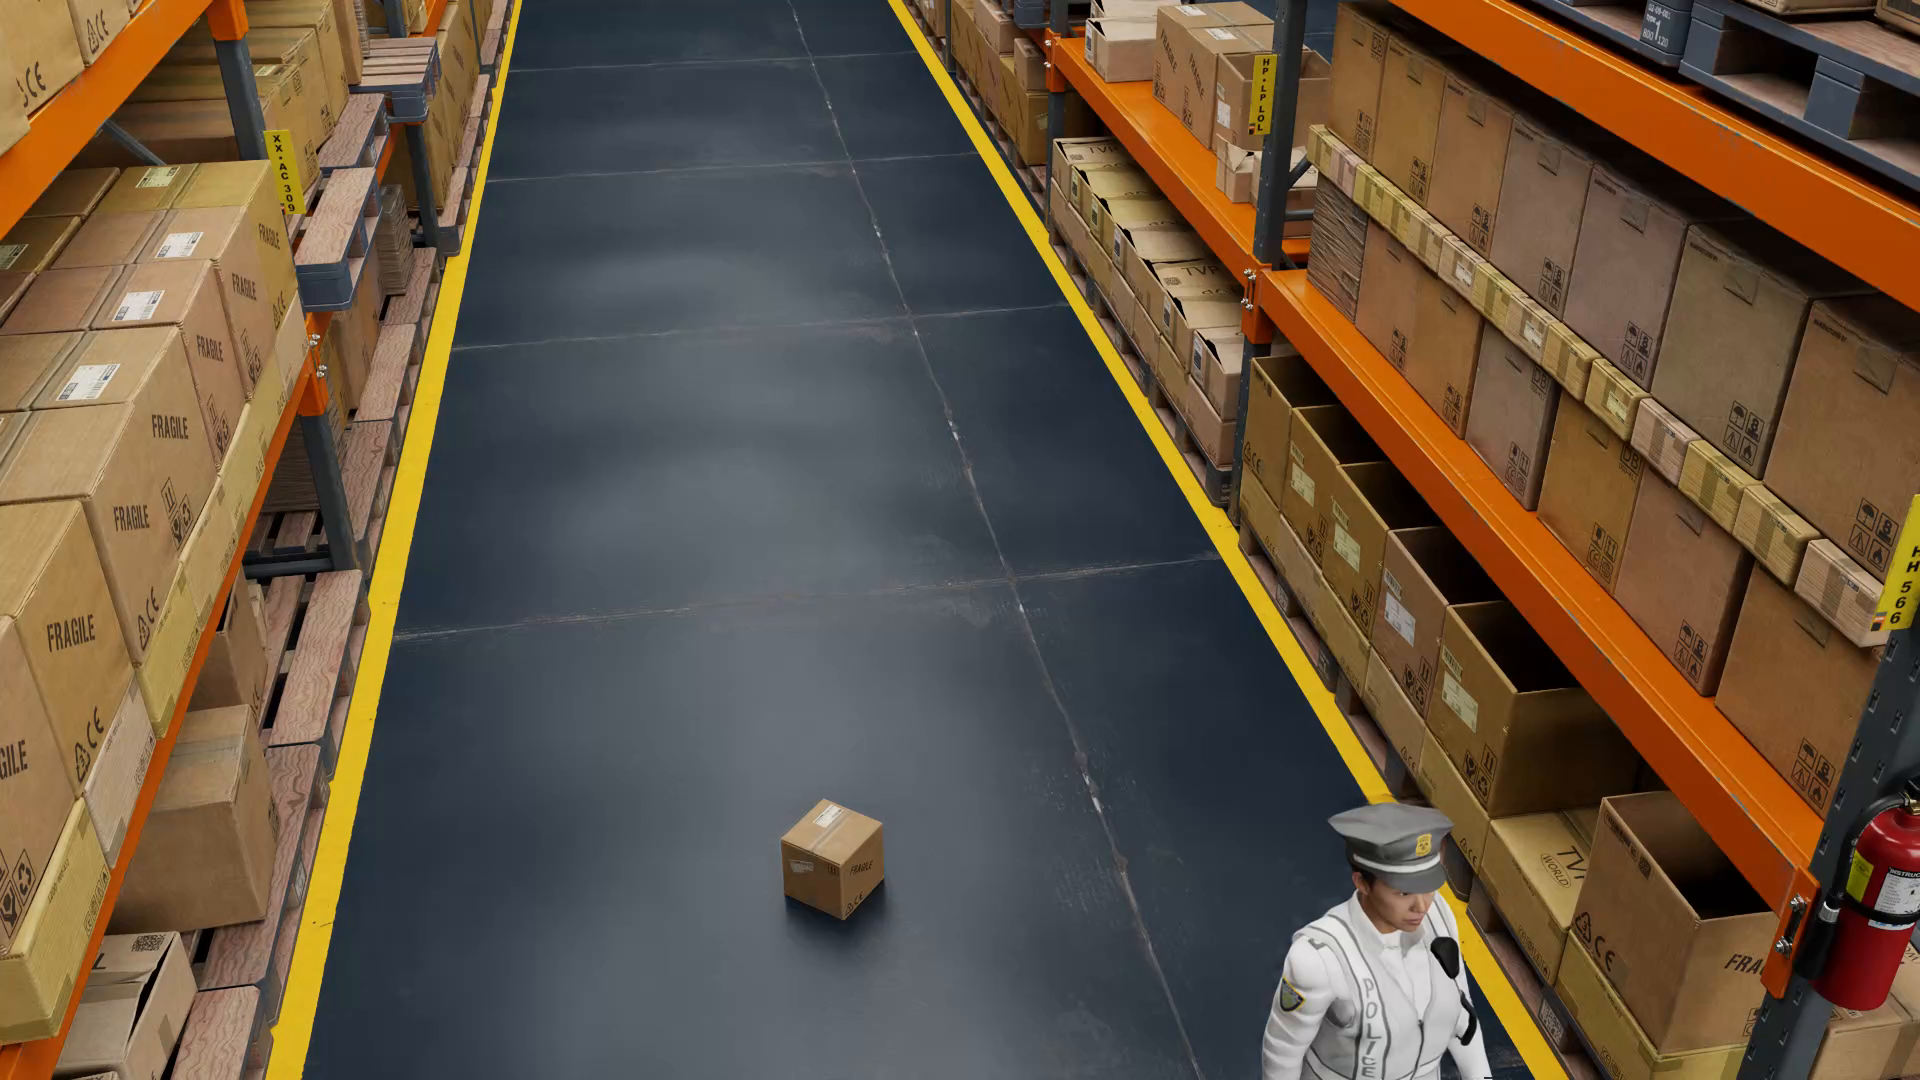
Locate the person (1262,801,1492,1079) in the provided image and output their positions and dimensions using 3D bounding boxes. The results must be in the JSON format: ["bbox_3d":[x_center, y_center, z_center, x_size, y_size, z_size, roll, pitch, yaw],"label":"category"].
[{"bbox_3d":[1.015,1.331,3.855,0.495,1.646,0.907,-19,36,-29],"label":"person"}]
